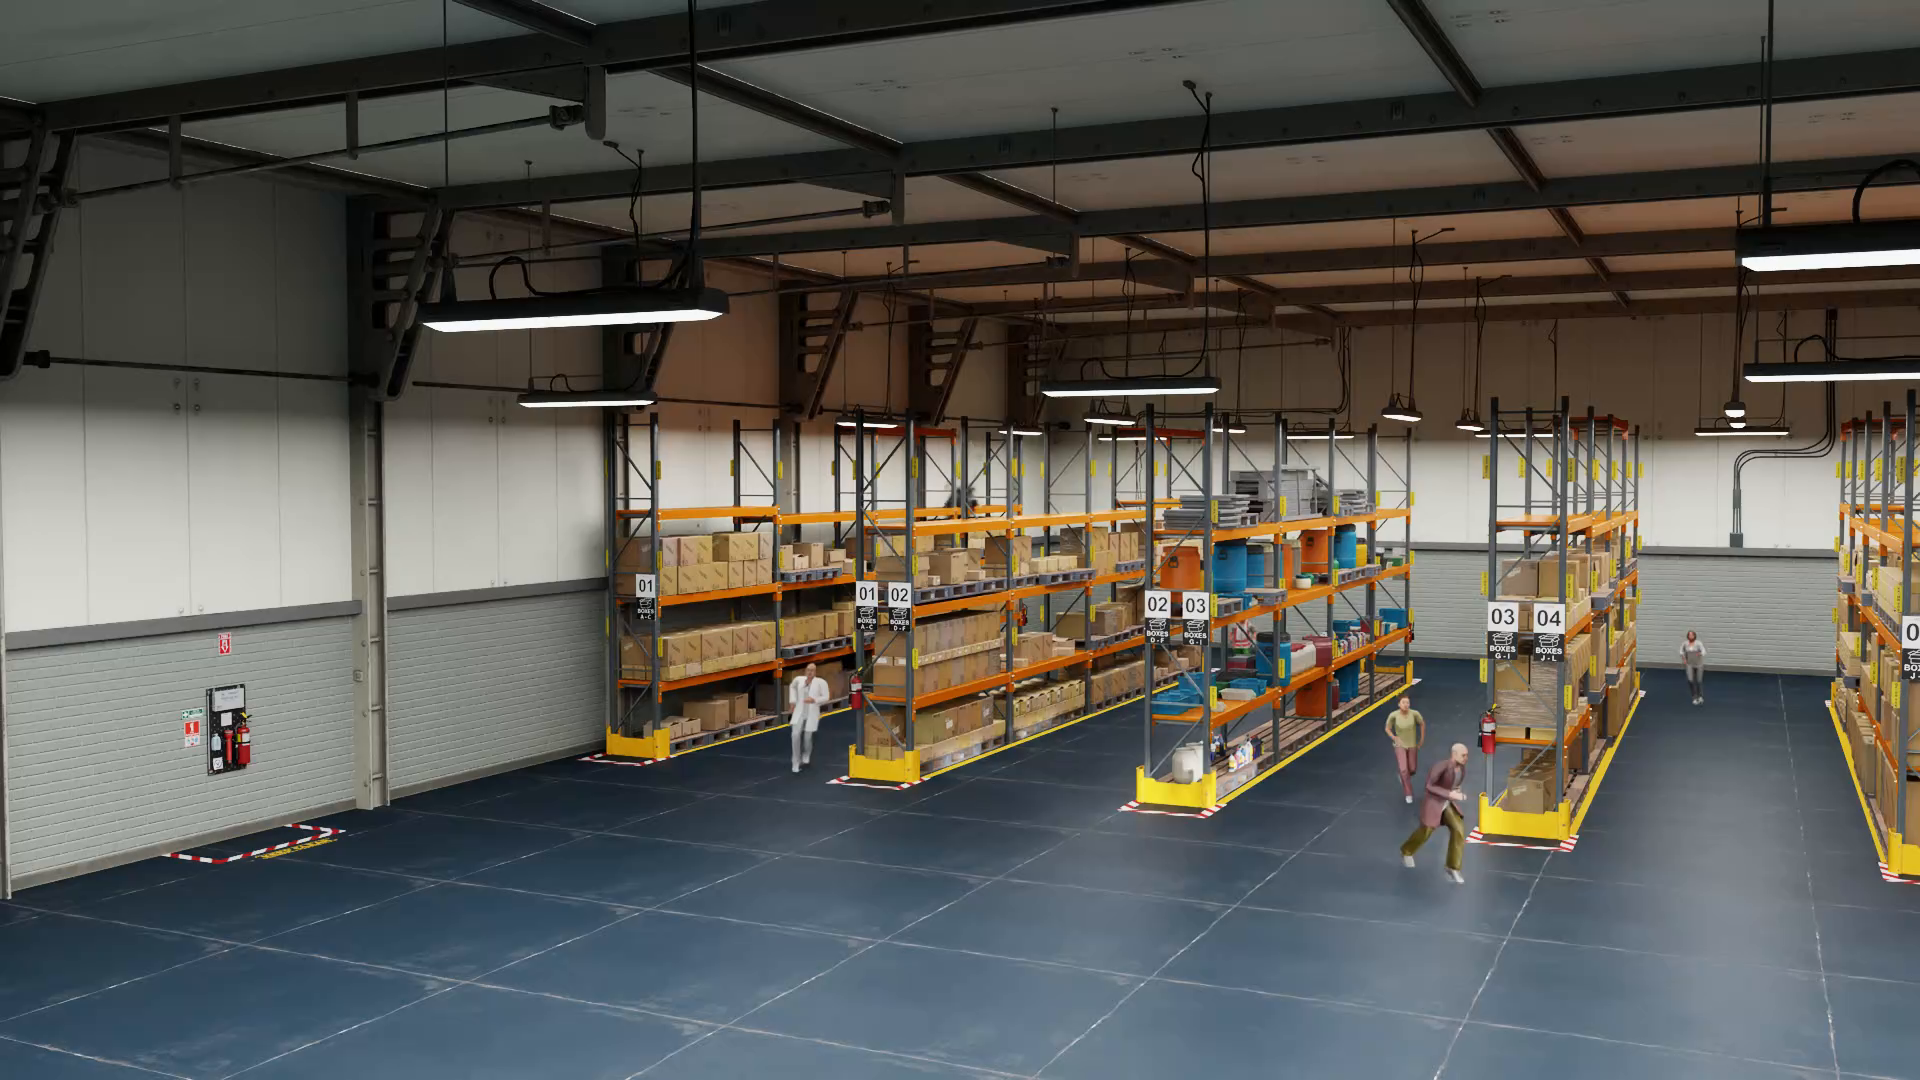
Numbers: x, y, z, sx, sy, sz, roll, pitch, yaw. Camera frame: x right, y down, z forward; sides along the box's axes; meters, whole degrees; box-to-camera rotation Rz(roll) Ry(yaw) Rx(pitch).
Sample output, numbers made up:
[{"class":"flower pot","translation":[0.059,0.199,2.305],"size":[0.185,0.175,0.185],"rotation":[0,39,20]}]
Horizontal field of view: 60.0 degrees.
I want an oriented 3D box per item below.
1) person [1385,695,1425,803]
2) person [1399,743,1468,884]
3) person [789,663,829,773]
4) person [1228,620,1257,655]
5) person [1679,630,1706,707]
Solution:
[{"class":"person","translation":[6.765,3.146,25.298],"size":[0.612,1.630,0.666],"rotation":[0,2,5]},{"class":"person","translation":[5.845,3.321,20.497],"size":[0.754,1.746,1.060],"rotation":[-2,3,-34]},{"class":"person","translation":[-2.530,2.974,27.893],"size":[0.723,1.844,0.930],"rotation":[0,2,6]},{"class":"person","translation":[6.591,2.504,38.771],"size":[0.653,1.751,0.802],"rotation":[1,2,16]},{"class":"person","translation":[15.587,2.727,35.382],"size":[0.536,1.629,0.683],"rotation":[1,3,26]}]
